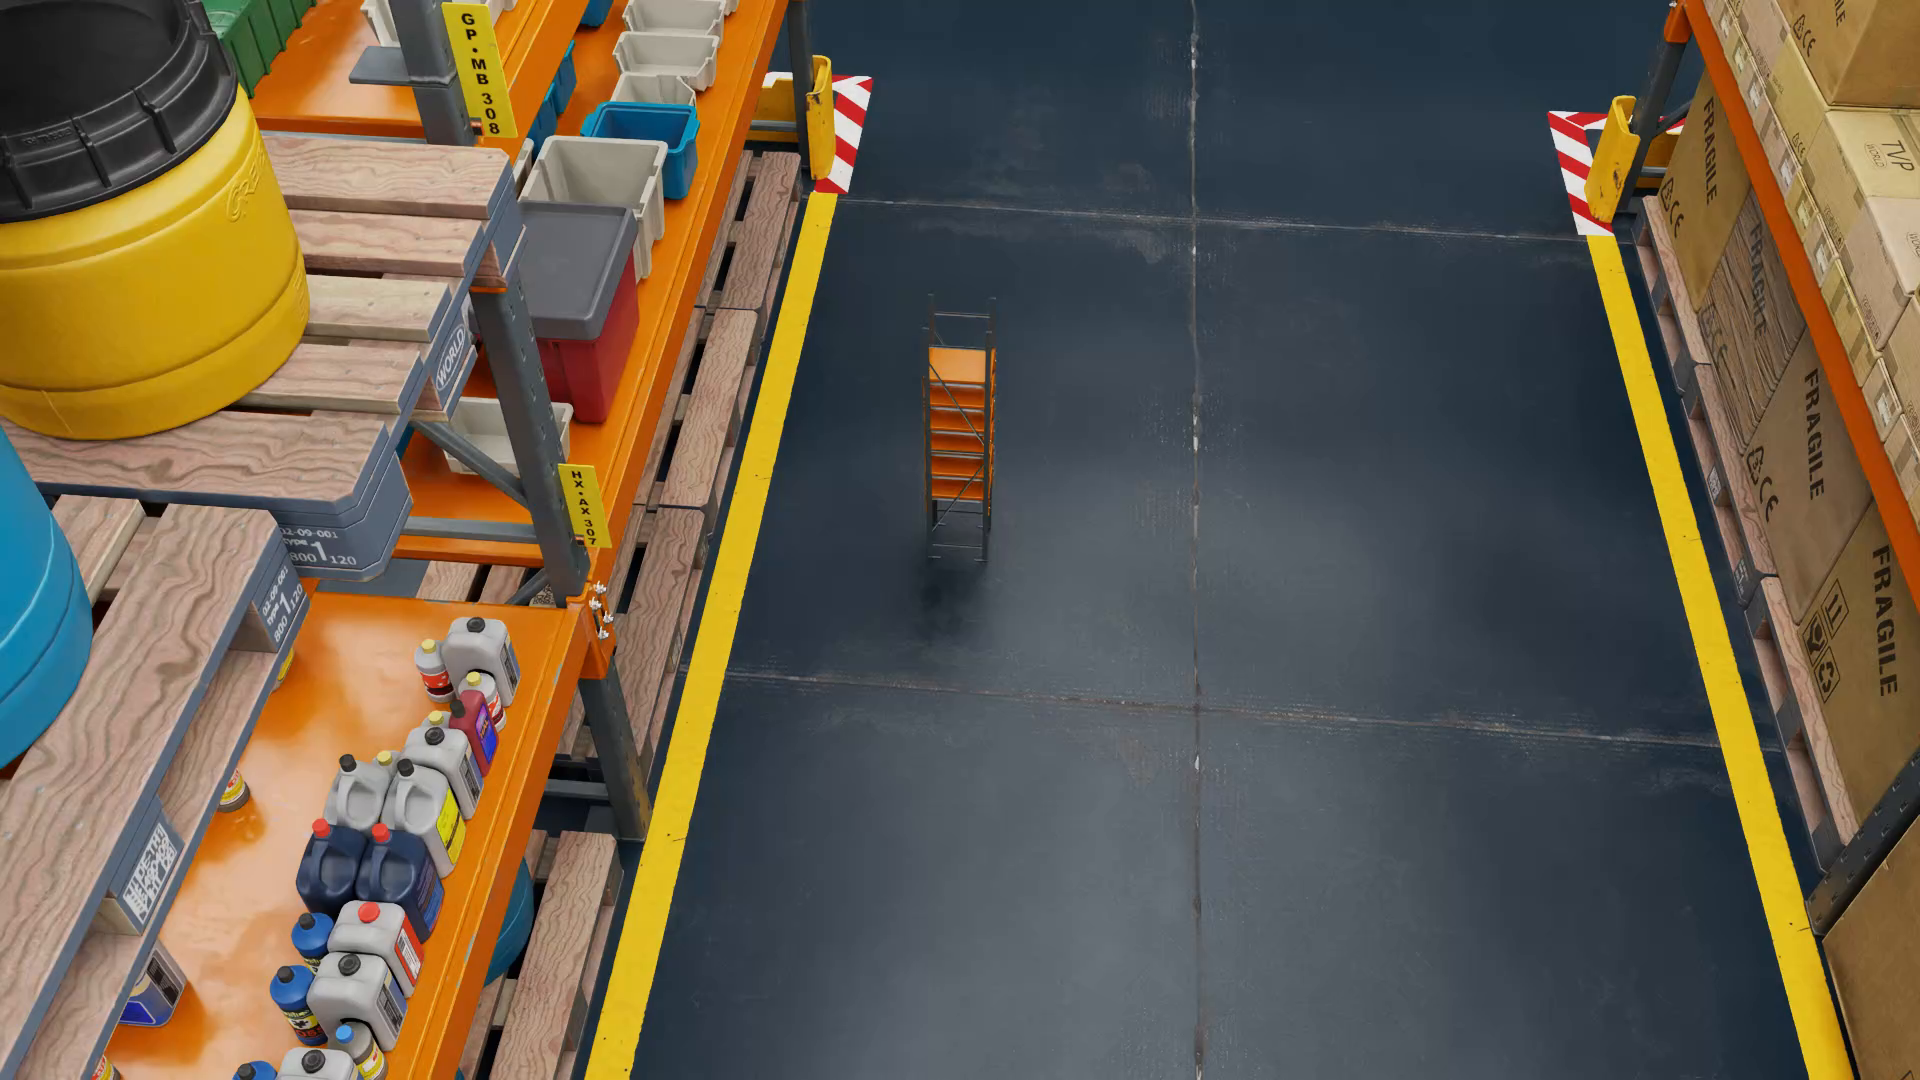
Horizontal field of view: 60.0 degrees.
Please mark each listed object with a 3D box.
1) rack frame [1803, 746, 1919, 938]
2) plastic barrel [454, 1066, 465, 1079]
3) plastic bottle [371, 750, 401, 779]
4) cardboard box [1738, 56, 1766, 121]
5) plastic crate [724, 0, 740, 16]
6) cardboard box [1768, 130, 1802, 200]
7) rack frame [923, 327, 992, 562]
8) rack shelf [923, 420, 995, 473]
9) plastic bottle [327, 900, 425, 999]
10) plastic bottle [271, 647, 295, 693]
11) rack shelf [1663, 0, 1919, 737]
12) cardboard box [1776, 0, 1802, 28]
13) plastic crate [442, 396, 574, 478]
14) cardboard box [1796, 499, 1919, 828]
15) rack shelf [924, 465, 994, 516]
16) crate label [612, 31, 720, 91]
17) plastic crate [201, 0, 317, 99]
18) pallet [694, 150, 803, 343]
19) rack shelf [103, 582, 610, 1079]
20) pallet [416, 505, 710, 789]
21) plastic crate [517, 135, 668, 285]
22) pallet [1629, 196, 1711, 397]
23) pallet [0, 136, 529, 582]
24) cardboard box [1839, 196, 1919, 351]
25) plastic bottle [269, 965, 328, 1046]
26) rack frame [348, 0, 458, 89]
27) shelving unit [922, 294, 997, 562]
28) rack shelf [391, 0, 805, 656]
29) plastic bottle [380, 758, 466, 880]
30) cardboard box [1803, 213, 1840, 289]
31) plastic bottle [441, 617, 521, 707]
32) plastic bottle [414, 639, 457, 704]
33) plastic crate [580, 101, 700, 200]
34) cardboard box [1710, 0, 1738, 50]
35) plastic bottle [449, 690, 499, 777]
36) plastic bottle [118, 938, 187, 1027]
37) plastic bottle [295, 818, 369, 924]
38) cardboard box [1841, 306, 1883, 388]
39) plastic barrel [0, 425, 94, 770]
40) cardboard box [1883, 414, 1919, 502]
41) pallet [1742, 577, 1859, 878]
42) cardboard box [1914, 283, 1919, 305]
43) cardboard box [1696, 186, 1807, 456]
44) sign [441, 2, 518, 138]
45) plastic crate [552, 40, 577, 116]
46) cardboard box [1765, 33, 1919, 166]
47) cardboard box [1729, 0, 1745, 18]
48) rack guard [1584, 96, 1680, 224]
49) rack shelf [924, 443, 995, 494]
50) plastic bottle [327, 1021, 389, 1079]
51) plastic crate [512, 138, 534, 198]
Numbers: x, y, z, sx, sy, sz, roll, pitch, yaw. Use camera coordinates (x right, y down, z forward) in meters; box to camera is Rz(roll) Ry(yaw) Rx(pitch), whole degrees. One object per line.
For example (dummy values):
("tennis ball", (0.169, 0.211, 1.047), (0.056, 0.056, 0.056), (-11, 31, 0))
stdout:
("rack frame", (3.346, 0.296, 4.446), (1.000, 3.000, 0.127), (4, 48, 4))
("plastic barrel", (-1.718, 1.449, 4.530), (0.600, 0.901, 0.708), (4, 48, 4))
("plastic bottle", (-1.460, 0.615, 4.289), (0.097, 0.201, 0.097), (0, 48, 0))
("cardboard box", (3.282, -1.751, 6.489), (0.380, 0.149, 0.250), (3, 48, 3))
("plastic crate", (-1.116, -2.296, 6.955), (0.396, 0.136, 0.243), (4, 48, 4))
("cardboard box", (3.234, -1.375, 6.145), (0.380, 0.149, 0.250), (3, 48, 3))
("rack frame", (-0.010, -0.327, 6.236), (0.240, 1.200, 0.006), (4, 48, 4))
("rack shelf", (-0.001, -0.364, 6.330), (0.258, 0.103, 0.180), (4, 48, 4))
("plastic bottle", (-1.380, 0.955, 3.927), (0.152, 0.276, 0.135), (4, 48, 4))
("plastic bottle", (-1.945, 0.246, 4.525), (0.144, 0.351, 0.185), (4, 48, 4))
("rack shelf", (3.528, -0.931, 6.056), (1.077, 0.370, 4.000), (4, 48, 4))
("cardboard box", (3.352, -2.244, 6.161), (0.500, 0.500, 0.500), (3, 48, 3))
("plastic crate", (-1.402, -0.300, 5.130), (0.396, 0.136, 0.243), (4, 48, 4))
("cardboard box", (3.485, 0.392, 5.514), (0.875, 0.875, 0.875), (4, 48, 4))
("rack shelf", (-0.001, -0.202, 6.507), (0.258, 0.103, 0.180), (4, 48, 4))
("crate label", (-1.158, -1.878, 6.573), (0.396, 0.136, 0.243), (4, 48, 4))
("plastic crate", (-1.849, -1.309, 4.026), (0.450, 0.188, 0.662), (4, 48, 4))
("pallet", (-1.336, -1.432, 7.916), (1.003, 0.211, 1.213), (4, 48, 4))
("rack shelf", (-1.769, 1.676, 3.672), (1.077, 0.370, 4.000), (4, 48, 4))
("pallet", (-1.558, 0.361, 6.276), (1.003, 0.211, 1.213), (4, 48, 4))
("plastic crate", (-1.264, -1.127, 5.787), (0.437, 0.282, 0.530), (4, 48, 4))
("pallet", (3.715, -1.109, 7.621), (1.003, 0.211, 1.213), (4, 48, 4))
("pallet", (-1.561, -0.403, 3.181), (1.213, 0.211, 1.003), (4, 48, 4))
("cardboard box", (3.215, -0.851, 5.396), (0.500, 0.250, 0.500), (5, 48, 4))
("plastic bottle", (-1.518, 1.061, 3.834), (0.097, 0.271, 0.097), (0, 48, 0))
("rack frame", (-1.587, -2.062, 2.537), (1.000, 3.000, 0.127), (4, 48, 4))
("shelving unit", (-0.001, -0.394, 6.298), (0.258, 1.200, 0.189), (4, 48, 4))
("rack shelf", (-1.405, -1.264, 6.361), (1.077, 0.370, 4.000), (4, 48, 4))
("plastic bottle", (-1.345, 0.677, 4.131), (0.144, 0.351, 0.185), (4, 48, 4))
("cardboard box", (3.188, -0.996, 5.799), (0.380, 0.149, 0.250), (5, 48, 4))
("plastic bottle", (-1.301, 0.316, 4.512), (0.152, 0.276, 0.135), (4, 48, 4))
("plastic bottle", (-1.427, 0.347, 4.535), (0.097, 0.201, 0.097), (0, 48, 0))
("plastic crate", (-1.154, -1.414, 6.083), (0.416, 0.233, 0.300), (4, 48, 4))
("cardboard box", (3.327, -2.131, 6.837), (0.380, 0.149, 0.250), (3, 48, 3))
("plastic bottle", (-1.276, 0.487, 4.351), (0.061, 0.283, 0.133), (4, 48, 4))
("plastic bottle", (-1.941, 1.010, 3.877), (0.152, 0.276, 0.135), (4, 48, 4))
("plastic bottle", (-1.505, 0.803, 4.016), (0.144, 0.351, 0.185), (4, 48, 4))
("cardboard box", (3.140, -0.621, 5.456), (0.380, 0.149, 0.250), (5, 48, 4))
("plastic barrel", (-1.590, -0.096, 2.148), (0.600, 0.901, 0.708), (4, 48, 4))
("cardboard box", (3.094, -0.243, 5.110), (0.380, 0.149, 0.250), (3, 48, 3))
("pallet", (3.493, 0.684, 5.981), (1.003, 0.211, 1.213), (4, 48, 4))
("cardboard box", (3.171, -0.730, 4.777), (0.500, 0.500, 0.500), (4, 48, 4))
("cardboard box", (3.648, -0.923, 6.717), (0.875, 0.875, 0.875), (4, 48, 4))
("sign", (-1.039, -1.014, 3.606), (0.100, 0.325, 0.005), (4, 48, 4))
("plastic crate", (-1.693, -1.813, 6.448), (0.416, 0.233, 0.300), (4, 48, 4))
("cardboard box", (3.307, -1.607, 6.087), (0.500, 0.250, 0.500), (2, 48, 2))
("cardboard box", (3.397, -2.358, 6.774), (0.500, 0.250, 0.500), (3, 48, 2))
("rack guard", (3.712, -1.817, 8.073), (1.175, 0.500, 0.348), (4, 48, 4))
("rack shelf", (-0.001, -0.283, 6.419), (0.258, 0.103, 0.180), (4, 48, 4))
("plastic bottle", (-1.376, 1.167, 3.785), (0.097, 0.201, 0.097), (0, 48, 0))
("plastic crate", (-1.727, -1.268, 6.015), (0.293, 0.136, 0.466), (4, 48, 4))
